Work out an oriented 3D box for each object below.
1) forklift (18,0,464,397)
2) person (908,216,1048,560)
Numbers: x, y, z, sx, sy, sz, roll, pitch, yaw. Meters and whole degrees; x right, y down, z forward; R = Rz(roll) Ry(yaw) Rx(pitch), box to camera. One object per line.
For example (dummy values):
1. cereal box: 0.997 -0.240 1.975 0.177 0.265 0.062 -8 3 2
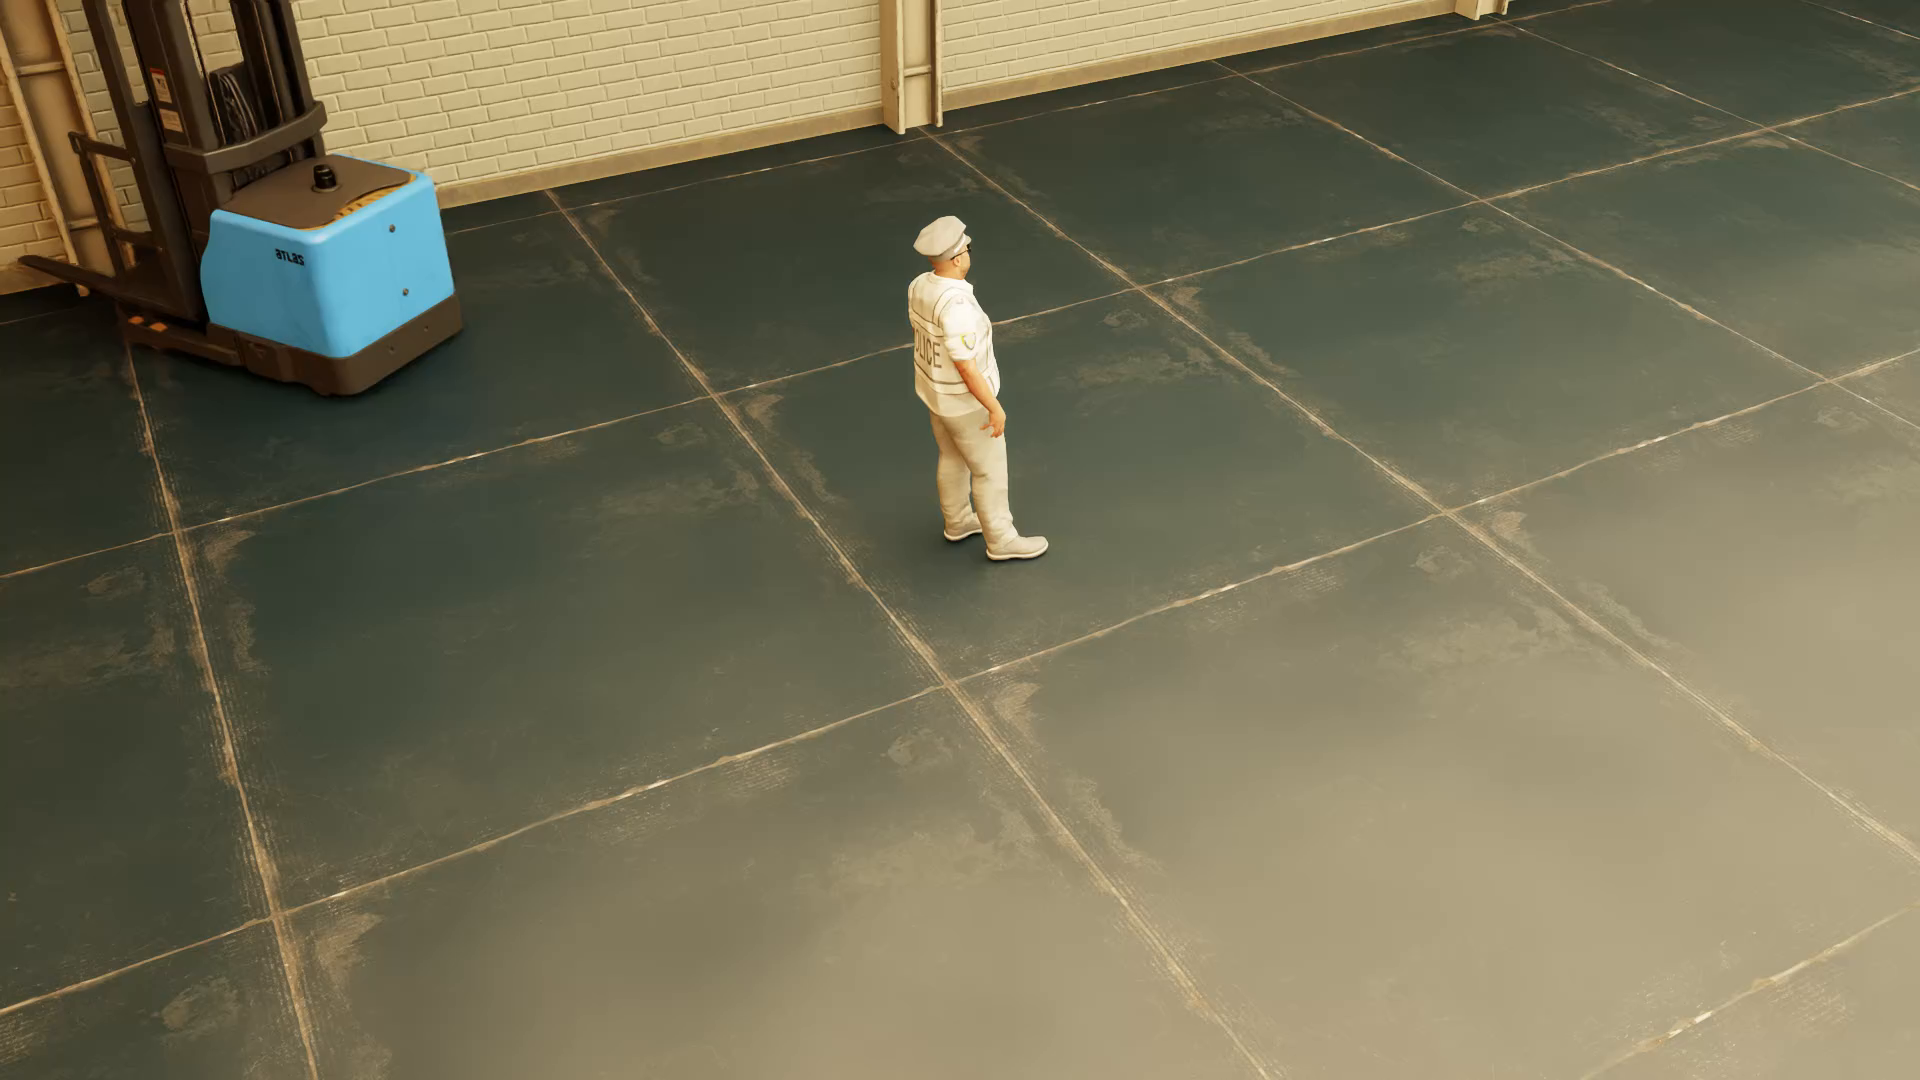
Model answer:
1. forklift: -4.664 -2.629 9.842 3.031 2.935 1.130 16 38 22
2. person: 0.074 -0.747 8.166 0.575 1.778 0.640 -17 39 -23
